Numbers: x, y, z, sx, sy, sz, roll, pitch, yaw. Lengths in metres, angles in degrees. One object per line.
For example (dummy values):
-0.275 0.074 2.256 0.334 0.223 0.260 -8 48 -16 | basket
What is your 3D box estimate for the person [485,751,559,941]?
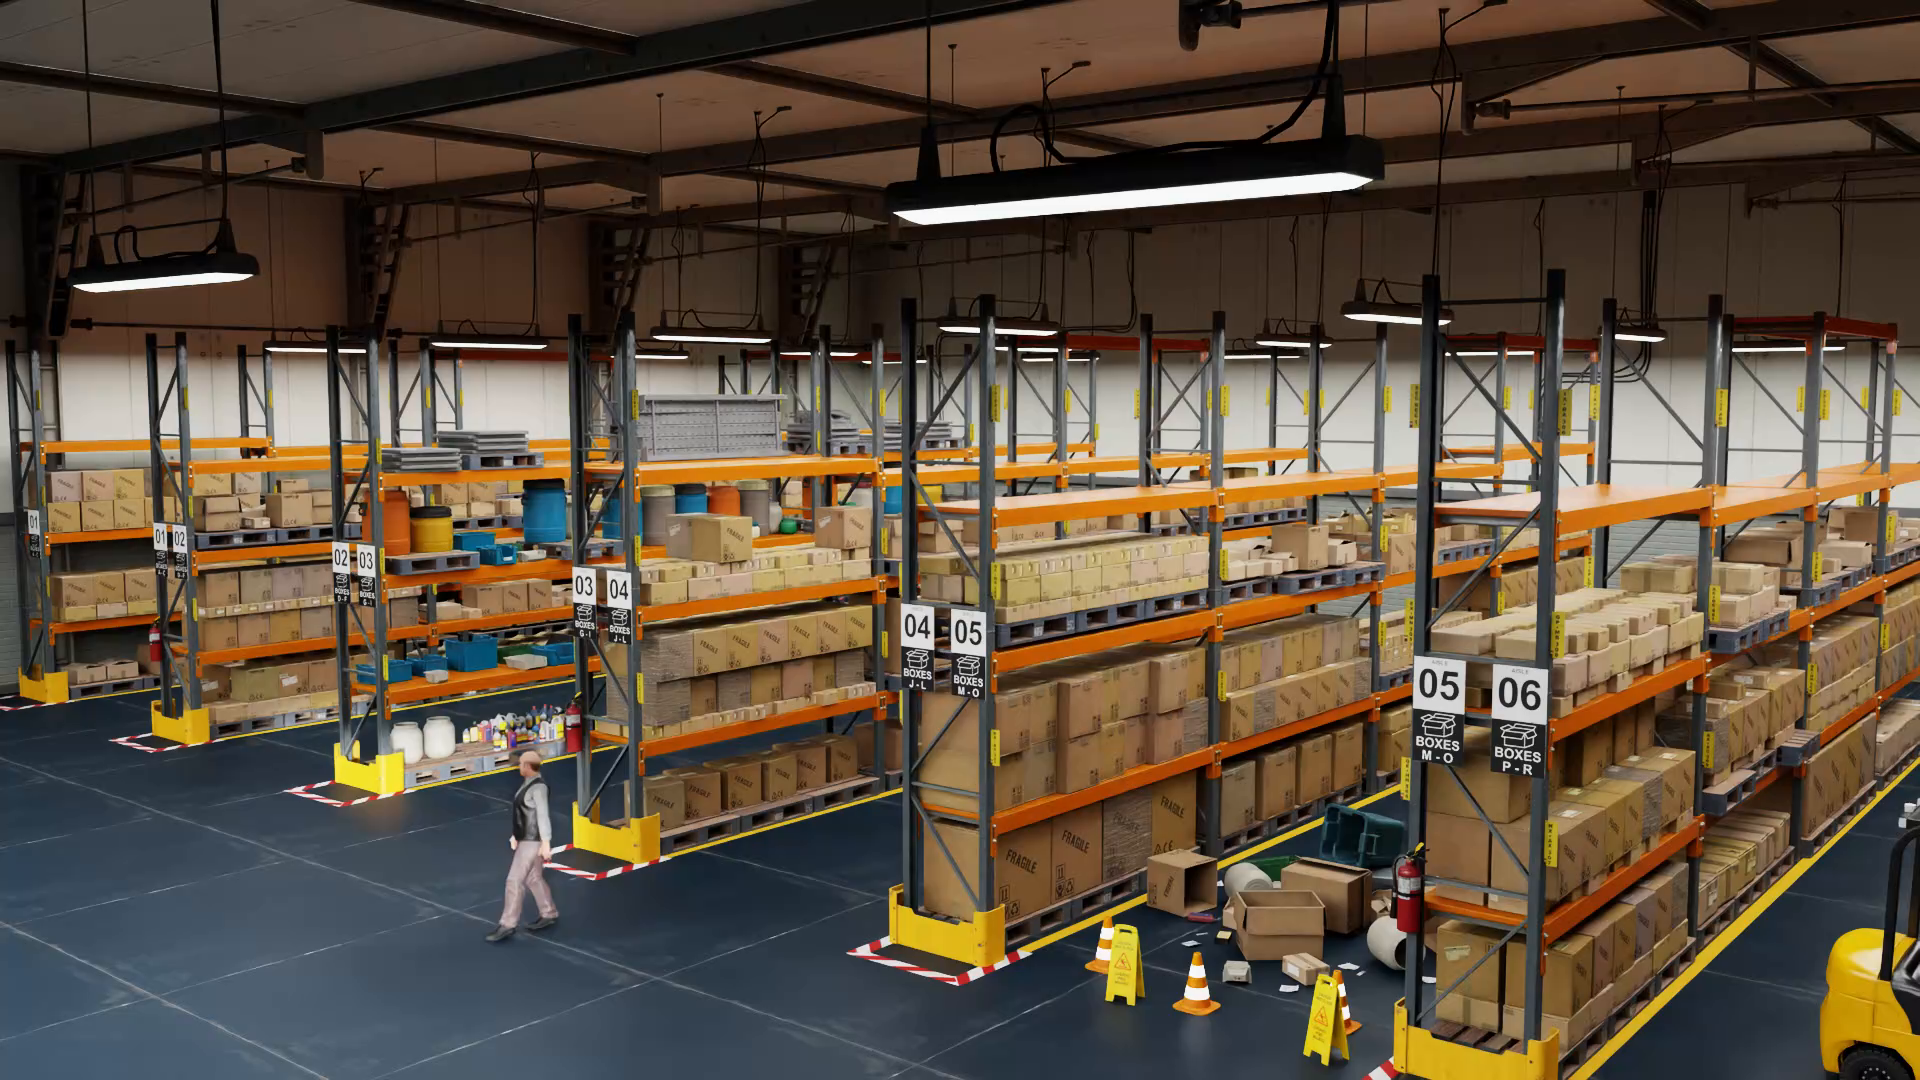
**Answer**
-4.197 2.884 15.864 0.708 1.717 0.646 -2 5 -18 | person
